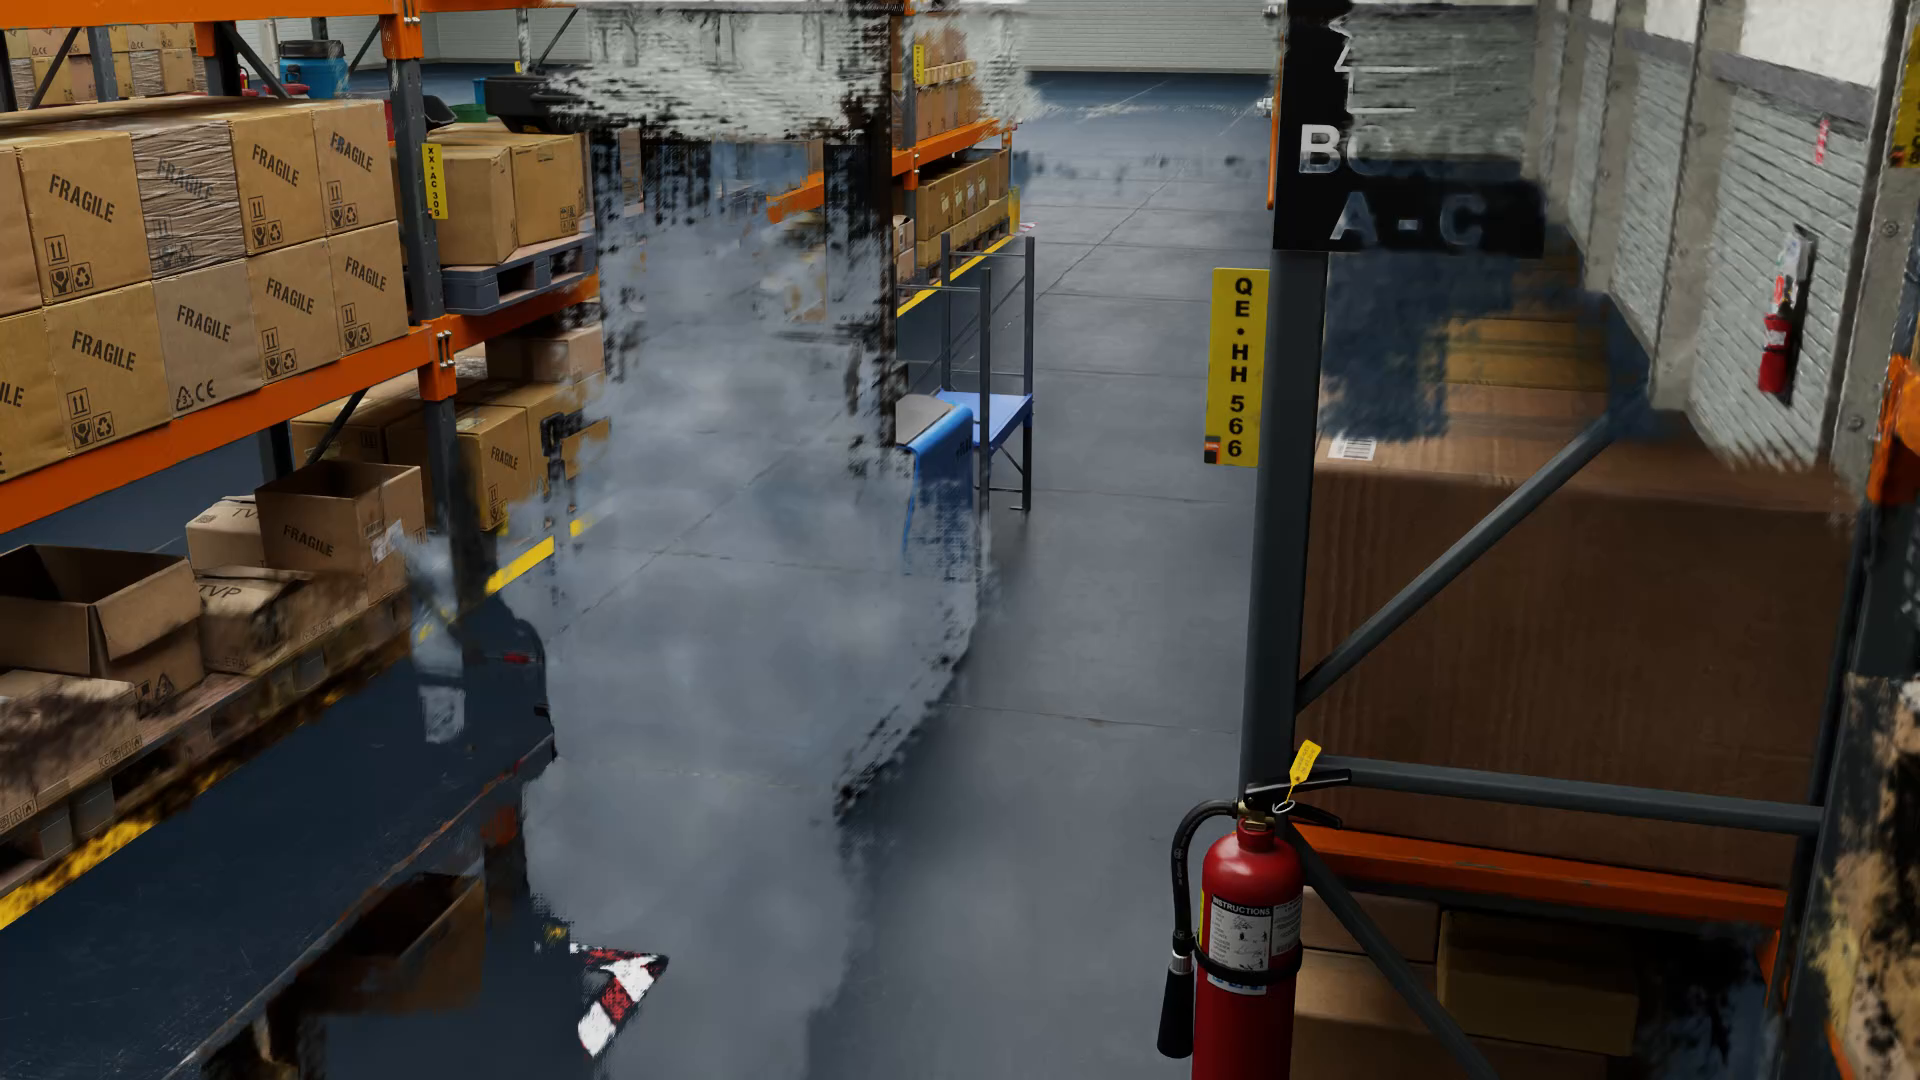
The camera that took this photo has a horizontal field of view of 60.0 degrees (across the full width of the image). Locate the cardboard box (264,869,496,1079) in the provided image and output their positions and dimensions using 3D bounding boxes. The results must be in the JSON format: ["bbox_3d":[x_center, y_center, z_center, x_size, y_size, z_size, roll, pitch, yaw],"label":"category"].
[{"bbox_3d":[0.239,-4.036,18.307,0.500,0.500,0.500,5,19,13],"label":"cardboard box"}]

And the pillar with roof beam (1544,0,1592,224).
[{"bbox_3d":[7.243,-14.999,38.678,9.100,9.000,0.400,5,19,13],"label":"pillar with roof beam"}]

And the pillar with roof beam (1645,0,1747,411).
[{"bbox_3d":[4.311,-11.238,27.666,9.100,9.000,0.400,5,19,13],"label":"pillar with roof beam"}]

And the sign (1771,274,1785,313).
[{"bbox_3d":[7.896,-7.132,24.871,0.001,0.329,0.234,5,19,13],"label":"sign"}]

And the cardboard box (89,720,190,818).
[{"bbox_3d":[-0.079,-4.871,17.150,0.380,0.149,0.250,5,20,15],"label":"cardboard box"}]

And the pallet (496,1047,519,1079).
[{"bbox_3d":[-0.064,-3.413,18.352,1.003,0.211,1.213,5,19,13],"label":"pallet"}]

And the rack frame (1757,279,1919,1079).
[{"bbox_3d":[4.886,-4.585,17.471,1.000,3.000,0.127,5,19,13],"label":"rack frame"}]

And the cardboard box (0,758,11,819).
[{"bbox_3d":[-0.425,-4.994,16.507,0.700,0.500,0.500,5,19,13],"label":"cardboard box"}]

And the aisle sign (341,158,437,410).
[{"bbox_3d":[0.383,-6.203,18.185,0.394,0.787,0.004,5,19,13],"label":"aisle sign"}]

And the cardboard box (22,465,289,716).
[{"bbox_3d":[-0.181,-5.309,17.429,0.700,0.500,0.500,4,19,12],"label":"cardboard box"}]

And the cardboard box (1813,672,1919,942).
[{"bbox_3d":[4.478,-4.753,17.002,0.500,0.500,0.500,5,19,13],"label":"cardboard box"}]

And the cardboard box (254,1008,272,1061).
[{"bbox_3d":[-0.265,-3.722,18.549,0.500,0.250,0.500,5,19,13],"label":"cardboard box"}]

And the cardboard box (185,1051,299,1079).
[{"bbox_3d":[0.009,-3.721,17.386,0.500,0.500,0.500,5,19,13],"label":"cardboard box"}]

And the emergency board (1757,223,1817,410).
[{"bbox_3d":[7.661,-6.950,24.393,0.194,1.169,0.643,5,19,13],"label":"emergency board"}]

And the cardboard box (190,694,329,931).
[{"bbox_3d":[-0.168,-4.712,17.688,0.700,0.500,0.500,5,20,15],"label":"cardboard box"}]

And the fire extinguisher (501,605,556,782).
[{"bbox_3d":[0.561,-4.939,18.626,0.296,0.674,0.183,5,19,13],"label":"fire extinguisher"}]

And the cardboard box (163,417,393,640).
[{"bbox_3d":[-0.058,-5.474,17.913,0.700,0.500,0.500,5,19,14],"label":"cardboard box"}]

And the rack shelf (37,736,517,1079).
[{"bbox_3d":[-0.407,-4.008,16.894,1.077,0.370,4.000,5,19,13],"label":"rack shelf"}]

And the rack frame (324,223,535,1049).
[{"bbox_3d":[0.082,-4.975,18.613,1.000,3.000,0.127,5,19,13],"label":"rack frame"}]

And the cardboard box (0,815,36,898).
[{"bbox_3d":[-0.204,-4.708,16.673,0.380,0.149,0.250,4,19,13],"label":"cardboard box"}]

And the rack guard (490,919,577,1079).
[{"bbox_3d":[0.088,-3.800,19.039,1.175,0.500,0.348,5,19,13],"label":"rack guard"}]

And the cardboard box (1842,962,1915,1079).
[{"bbox_3d":[4.346,-4.232,16.638,0.500,0.250,0.500,4,19,12],"label":"cardboard box"}]

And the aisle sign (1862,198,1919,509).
[{"bbox_3d":[4.613,-5.862,17.186,0.394,0.787,0.004,5,19,13],"label":"aisle sign"}]

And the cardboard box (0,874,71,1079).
[{"bbox_3d":[-0.420,-4.392,16.750,0.700,0.500,0.500,5,20,15],"label":"cardboard box"}]

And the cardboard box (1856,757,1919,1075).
[{"bbox_3d":[4.348,-4.598,16.551,0.500,0.500,0.500,5,19,14],"label":"cardboard box"}]

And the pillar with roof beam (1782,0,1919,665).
[{"bbox_3d":[2.845,-9.357,22.160,9.100,9.000,0.400,5,19,13],"label":"pillar with roof beam"}]

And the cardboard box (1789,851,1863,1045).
[{"bbox_3d":[4.459,-4.396,17.117,0.500,0.250,0.500,4,19,12],"label":"cardboard box"}]

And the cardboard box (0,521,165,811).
[{"bbox_3d":[-0.303,-5.151,16.966,0.700,0.500,0.500,5,19,14],"label":"cardboard box"}]

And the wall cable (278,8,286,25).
[{"bbox_3d":[-15.659,-18.377,53.371,3.097,2.526,0.112,5,19,13],"label":"wall cable"}]

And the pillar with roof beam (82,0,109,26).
[{"bbox_3d":[-13.487,-18.687,49.476,9.100,9.000,0.400,5,19,13],"label":"pillar with roof beam"}]

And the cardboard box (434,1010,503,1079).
[{"bbox_3d":[0.237,-3.681,18.429,0.500,0.250,0.500,5,19,13],"label":"cardboard box"}]

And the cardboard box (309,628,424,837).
[{"bbox_3d":[-0.045,-4.877,18.171,0.700,0.500,0.500,5,19,13],"label":"cardboard box"}]

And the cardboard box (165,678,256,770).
[{"bbox_3d":[-0.015,-4.954,17.392,0.380,0.149,0.250,5,19,14],"label":"cardboard box"}]

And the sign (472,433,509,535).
[{"bbox_3d":[0.605,-5.588,18.249,0.100,0.325,0.005,5,19,13],"label":"sign"}]

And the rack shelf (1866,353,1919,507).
[{"bbox_3d":[4.398,-5.037,15.267,1.077,0.370,4.000,5,19,13],"label":"rack shelf"}]

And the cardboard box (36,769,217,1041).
[{"bbox_3d":[-0.295,-4.557,17.234,0.700,0.500,0.500,5,19,14],"label":"cardboard box"}]

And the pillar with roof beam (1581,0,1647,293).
[{"bbox_3d":[5.777,-13.118,33.172,9.100,9.000,0.400,5,19,13],"label":"pillar with roof beam"}]

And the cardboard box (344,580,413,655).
[{"bbox_3d":[0.173,-5.195,18.097,0.380,0.149,0.250,4,19,12],"label":"cardboard box"}]

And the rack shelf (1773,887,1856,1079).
[{"bbox_3d":[4.398,-3.618,15.752,1.077,0.370,4.000,5,19,13],"label":"rack shelf"}]

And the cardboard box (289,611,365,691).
[{"bbox_3d":[0.111,-5.112,17.857,0.380,0.149,0.250,5,20,15],"label":"cardboard box"}]

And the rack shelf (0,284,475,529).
[{"bbox_3d":[-0.407,-5.427,16.409,1.077,0.370,4.000,5,19,13],"label":"rack shelf"}]

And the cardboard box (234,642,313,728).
[{"bbox_3d":[0.048,-5.032,17.622,0.380,0.149,0.250,4,19,13],"label":"cardboard box"}]

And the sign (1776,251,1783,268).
[{"bbox_3d":[7.886,-7.382,24.783,0.001,0.109,0.331,5,19,13],"label":"sign"}]

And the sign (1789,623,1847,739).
[{"bbox_3d":[4.360,-5.038,17.456,0.100,0.325,0.005,5,19,13],"label":"sign"}]

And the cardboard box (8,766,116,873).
[{"bbox_3d":[-0.142,-4.789,16.909,0.380,0.149,0.250,5,20,15],"label":"cardboard box"}]

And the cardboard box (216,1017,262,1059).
[{"bbox_3d":[-0.385,-3.920,17.968,0.500,0.500,0.500,5,19,13],"label":"cardboard box"}]

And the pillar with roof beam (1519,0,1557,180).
[{"bbox_3d":[8.709,-16.879,44.183,9.100,9.000,0.400,5,19,13],"label":"pillar with roof beam"}]

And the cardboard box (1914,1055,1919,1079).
[{"bbox_3d":[4.215,-4.437,16.078,0.500,0.500,0.500,4,19,12],"label":"cardboard box"}]
